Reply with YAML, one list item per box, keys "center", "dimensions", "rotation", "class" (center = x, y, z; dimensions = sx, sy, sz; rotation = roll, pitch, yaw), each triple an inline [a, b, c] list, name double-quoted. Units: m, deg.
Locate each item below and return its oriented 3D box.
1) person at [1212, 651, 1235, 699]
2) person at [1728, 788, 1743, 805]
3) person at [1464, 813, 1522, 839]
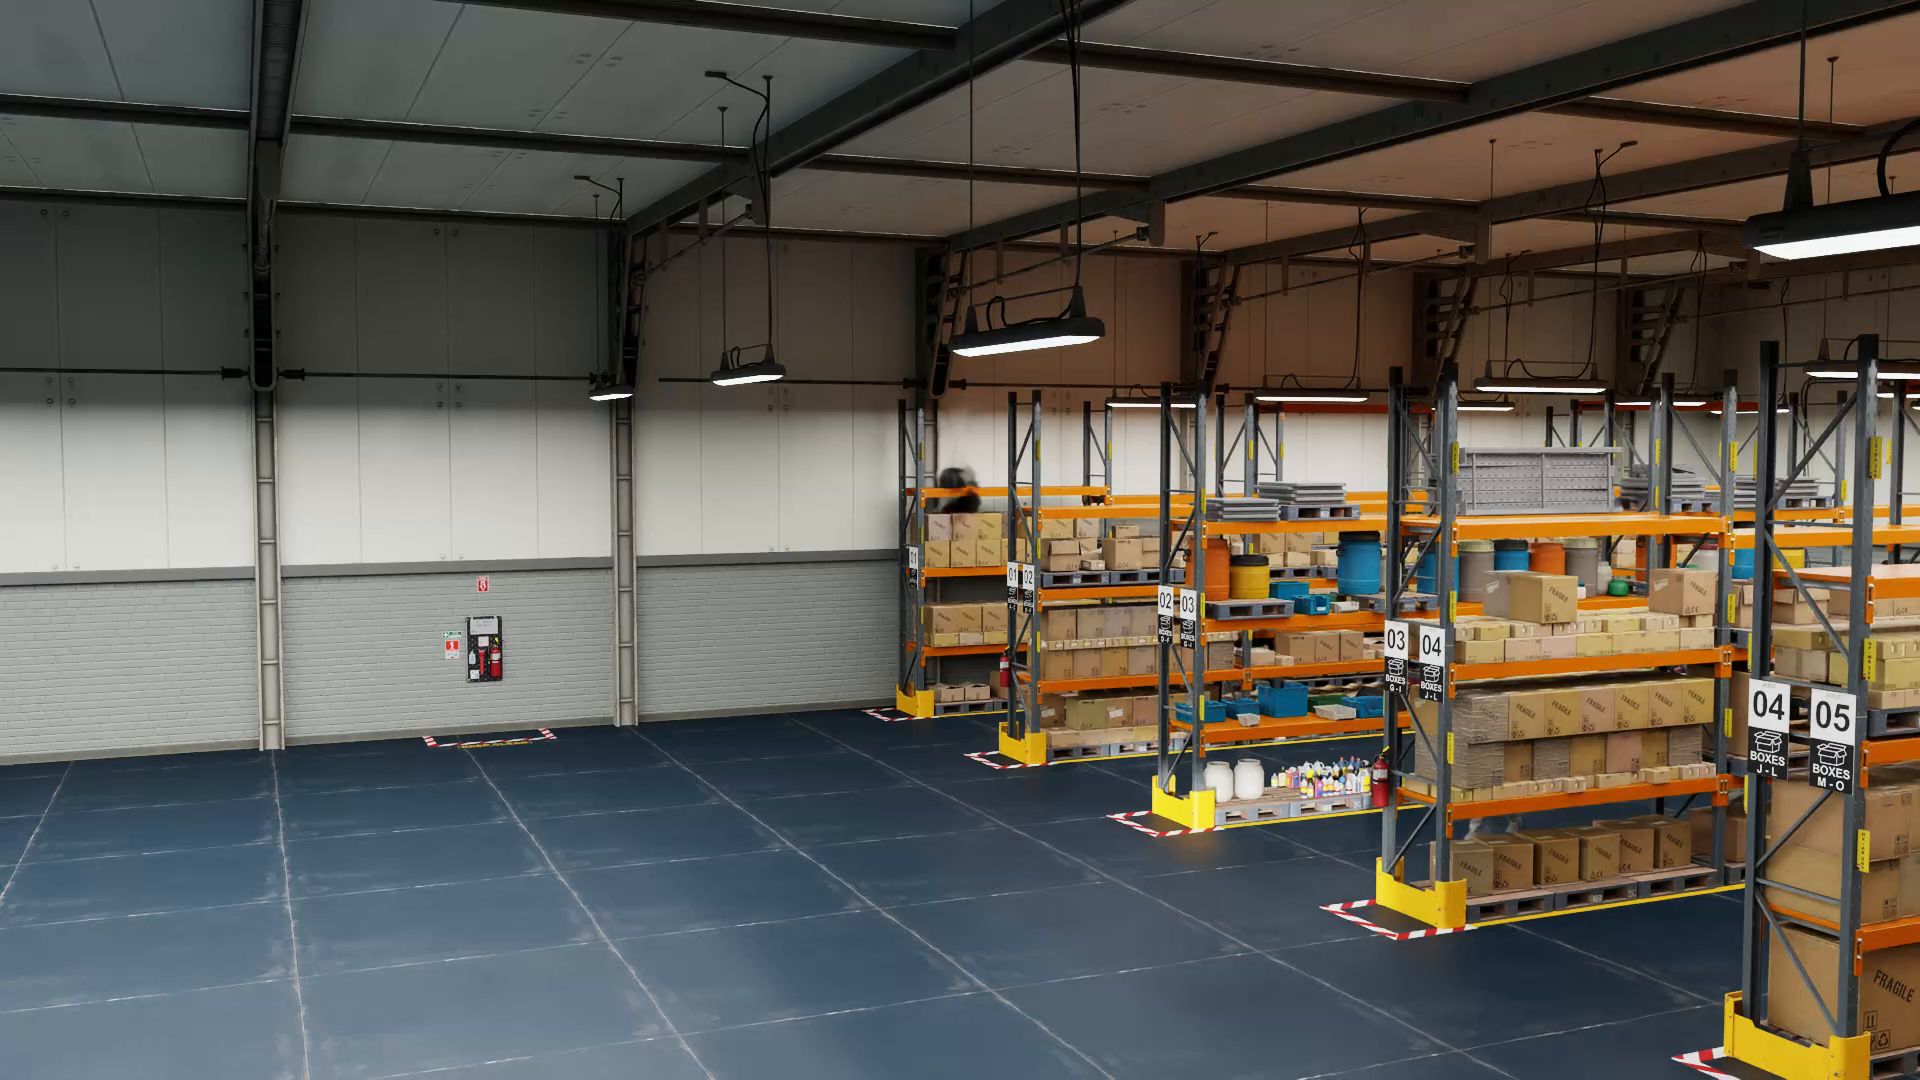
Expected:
- center: [4.799, 2.516, 30.750]
  dimensions: [0.655, 1.673, 0.568]
  rotation: [-2, 4, -31]
  class: "person"
- center: [10.511, 2.946, 22.739]
  dimensions: [0.762, 1.823, 0.637]
  rotation: [-2, 4, -30]
  class: "person"
- center: [6.917, 2.988, 21.537]
  dimensions: [0.904, 1.785, 0.644]
  rotation: [-2, 4, -34]
  class: "person"
